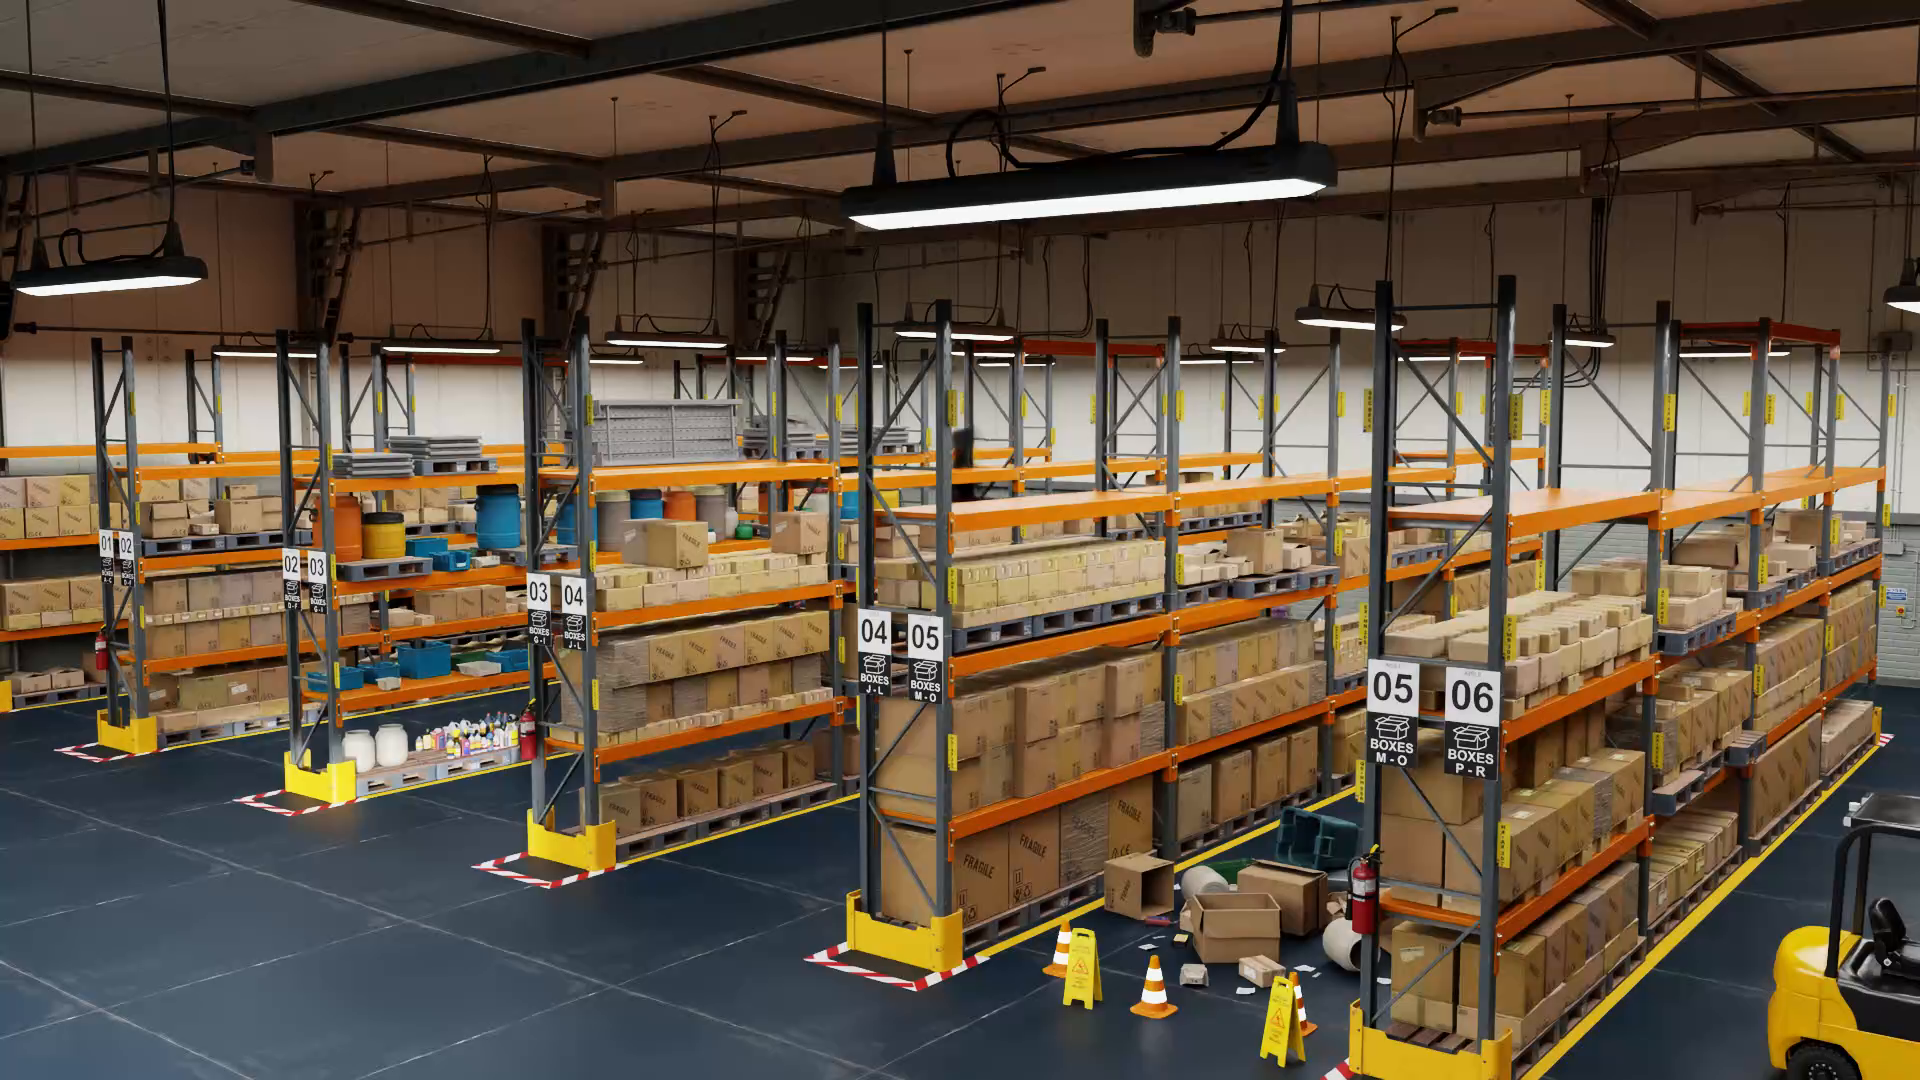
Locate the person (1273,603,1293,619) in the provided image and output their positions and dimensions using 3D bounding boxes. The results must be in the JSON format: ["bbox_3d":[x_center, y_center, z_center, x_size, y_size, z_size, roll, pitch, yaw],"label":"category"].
[{"bbox_3d":[6.085,1.623,32.162,0.589,1.514,0.620,-2,5,-23],"label":"person"}]

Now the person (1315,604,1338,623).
[{"bbox_3d":[6.078,1.920,27.356,0.636,1.827,0.854,4,7,40],"label":"person"}]
